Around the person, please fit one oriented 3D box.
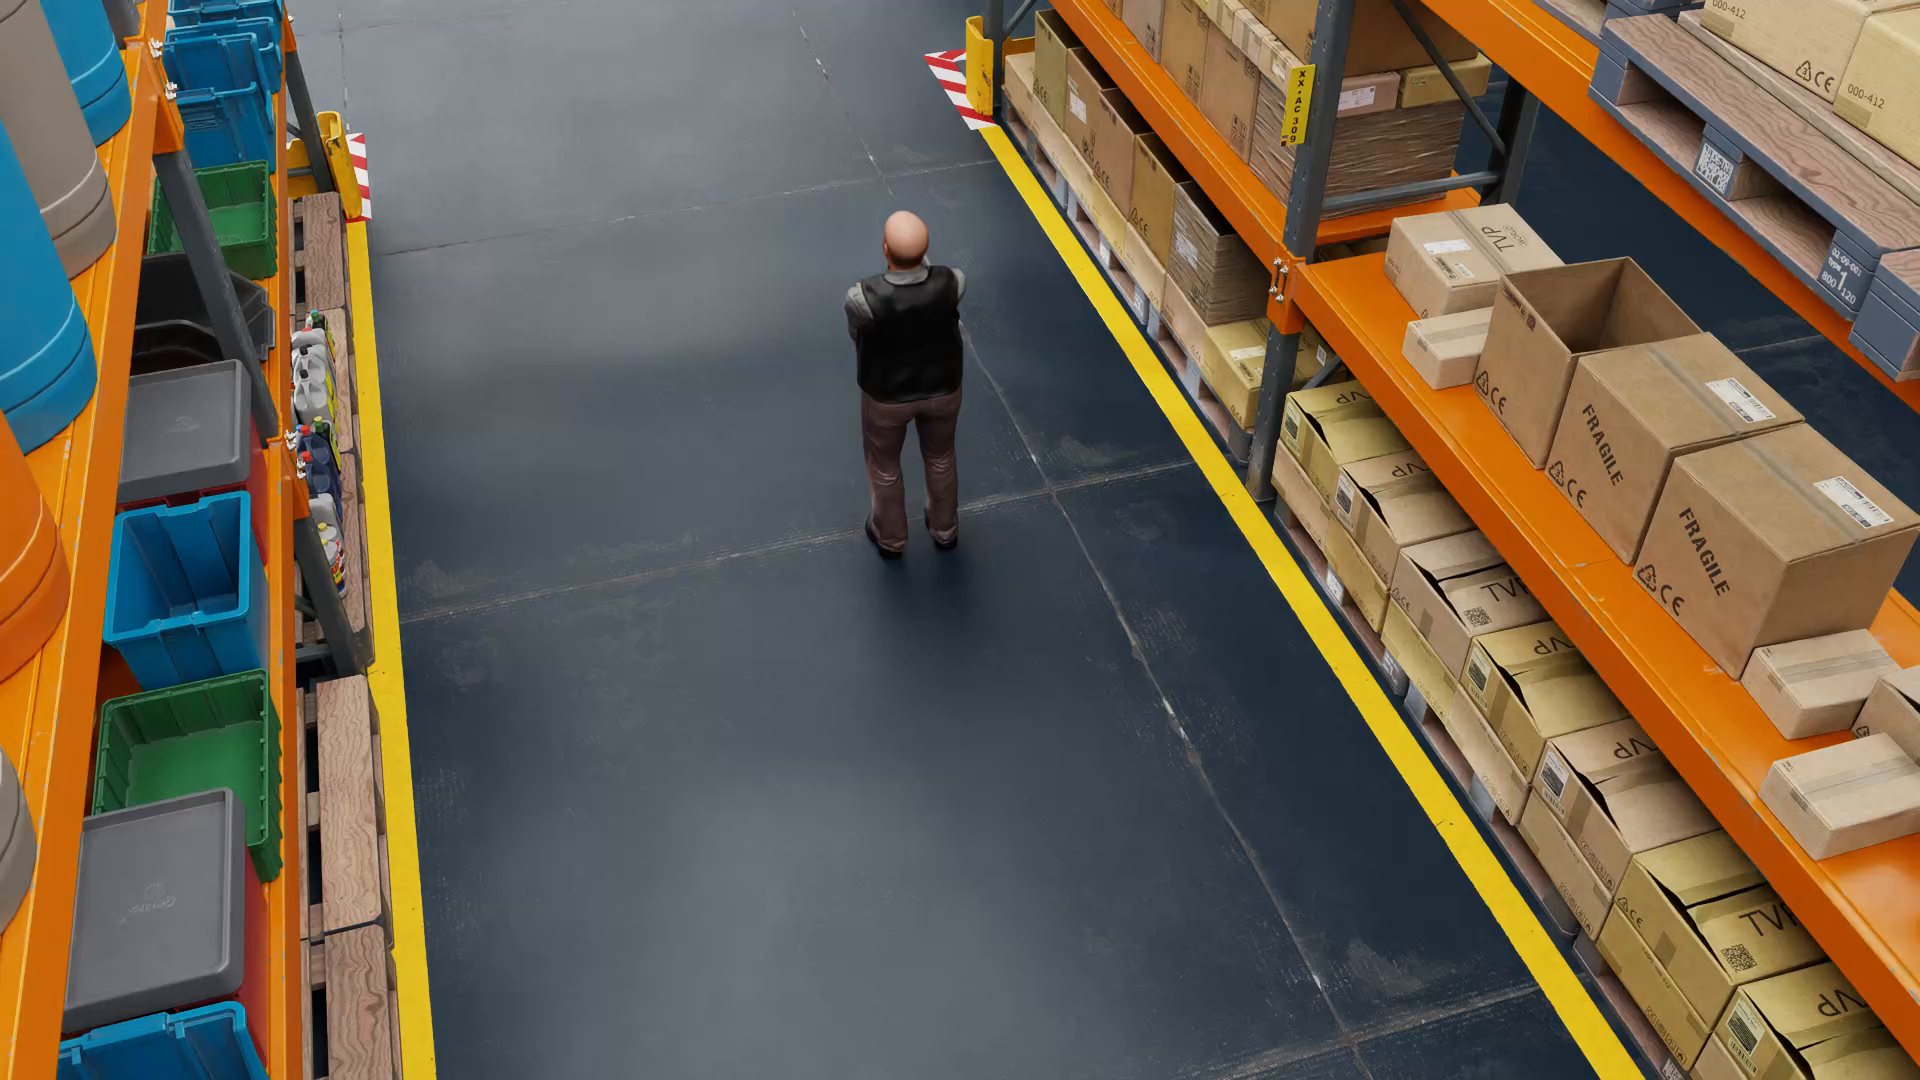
[{"bbox_3d":[-0.241,-0.685,6.944,0.498,1.716,0.550,-12,43,-13],"label":"person"}]
